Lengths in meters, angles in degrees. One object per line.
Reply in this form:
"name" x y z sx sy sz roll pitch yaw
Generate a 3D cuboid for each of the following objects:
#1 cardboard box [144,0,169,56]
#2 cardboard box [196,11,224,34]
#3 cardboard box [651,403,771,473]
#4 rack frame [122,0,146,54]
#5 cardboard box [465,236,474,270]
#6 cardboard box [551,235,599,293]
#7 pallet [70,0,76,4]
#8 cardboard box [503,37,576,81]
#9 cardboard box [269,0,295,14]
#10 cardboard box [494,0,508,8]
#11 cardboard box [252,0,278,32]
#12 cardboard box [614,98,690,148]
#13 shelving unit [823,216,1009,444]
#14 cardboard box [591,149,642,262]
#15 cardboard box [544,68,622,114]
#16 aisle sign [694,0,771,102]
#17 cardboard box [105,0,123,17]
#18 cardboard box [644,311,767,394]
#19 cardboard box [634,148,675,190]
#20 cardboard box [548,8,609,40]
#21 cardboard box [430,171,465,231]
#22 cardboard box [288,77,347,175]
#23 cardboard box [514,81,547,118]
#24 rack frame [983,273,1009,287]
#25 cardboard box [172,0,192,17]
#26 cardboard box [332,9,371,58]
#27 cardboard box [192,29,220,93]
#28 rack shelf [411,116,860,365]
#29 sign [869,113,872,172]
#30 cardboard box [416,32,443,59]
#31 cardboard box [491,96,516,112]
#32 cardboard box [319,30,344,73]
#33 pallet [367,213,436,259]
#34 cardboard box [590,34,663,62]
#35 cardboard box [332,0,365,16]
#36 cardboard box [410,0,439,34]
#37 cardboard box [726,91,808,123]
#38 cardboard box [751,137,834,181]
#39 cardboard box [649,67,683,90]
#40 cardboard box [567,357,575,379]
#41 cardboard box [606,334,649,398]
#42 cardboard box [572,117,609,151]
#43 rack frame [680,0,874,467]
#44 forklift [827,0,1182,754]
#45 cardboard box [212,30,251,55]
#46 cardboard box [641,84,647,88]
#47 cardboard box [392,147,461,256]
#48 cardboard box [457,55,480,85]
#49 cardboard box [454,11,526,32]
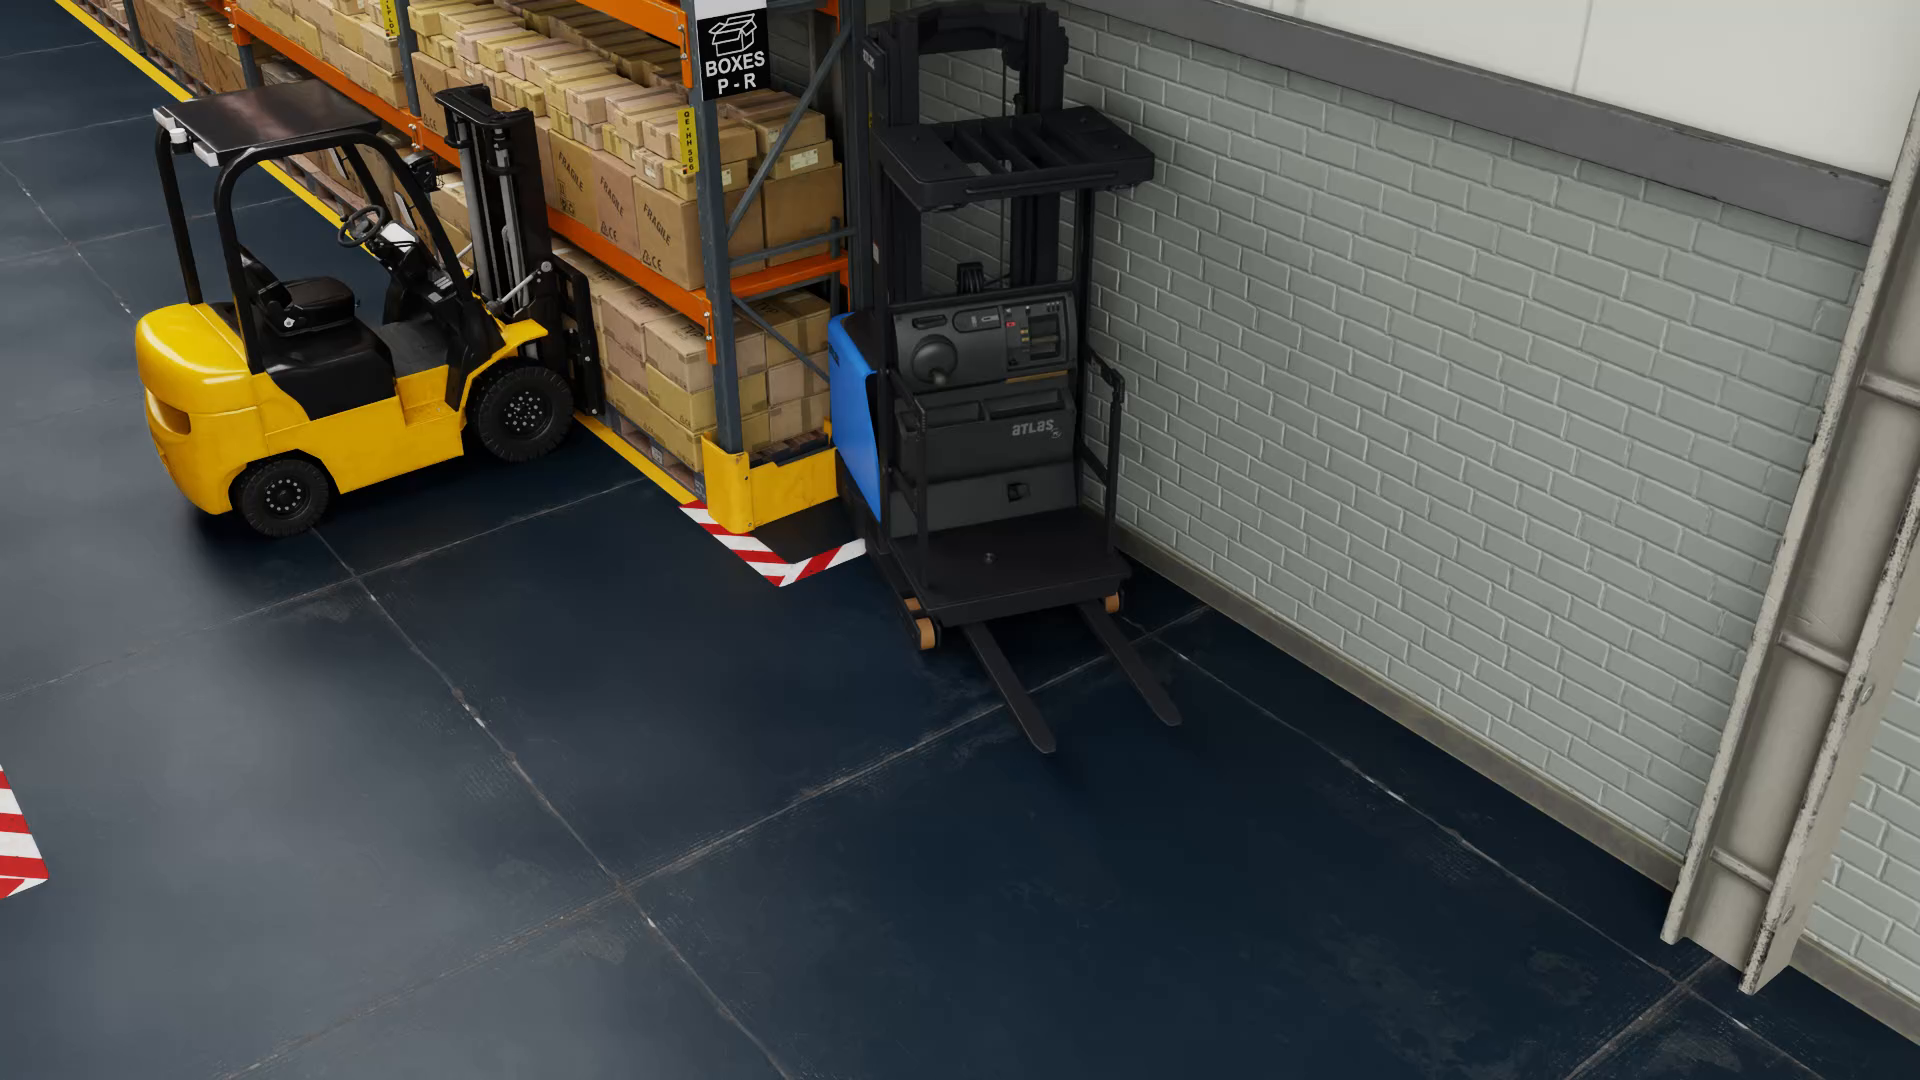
"cardboard box" -7.819 -5.189 16.734 0.500 0.500 0.500 -23 38 -32
"cardboard box" -6.920 -4.871 15.606 0.380 0.149 0.250 -23 39 -32
"cardboard box" -1.451 -0.669 9.692 0.500 0.250 0.500 -22 38 -31
"rack frame" -8.272 -6.566 16.979 1.000 3.000 0.127 -22 38 -31
"cardboard box" -3.003 -1.944 11.271 0.500 0.250 0.500 -22 38 -32
"cardboard box" -2.382 -1.723 10.441 0.500 0.250 0.500 -23 39 -32
"pallet" -10.188 -6.685 19.813 1.003 0.211 1.213 -22 38 -31
"cardboard box" -2.552 -2.936 10.143 0.380 0.149 0.250 -22 38 -32
"cardboard box" -5.127 -4.351 13.080 0.500 0.250 0.500 -23 39 -33
"cardboard box" -2.932 -3.641 11.278 0.380 0.149 0.250 -22 38 -31
"cardboard box" -5.435 -4.360 13.569 0.500 0.250 0.500 -23 39 -32
"cardboard box" -1.657 -2.283 9.092 0.380 0.149 0.250 -21 38 -30
"shelving unit" -0.204 -1.040 9.477 1.083 1.500 0.587 28 40 34
"cardboard box" -1.733 -1.947 9.447 0.500 0.500 0.500 -21 38 -30
"cardboard box" -2.161 -2.590 9.585 0.380 0.149 0.250 -21 38 -30
"aisle sign" -1.105 -2.547 8.044 0.394 0.787 0.004 -22 38 -31
"cardboard box" -9.064 -5.869 18.050 0.396 0.266 0.258 -21 37 -30
"cardboard box" -1.442 -1.091 9.424 0.500 0.250 0.500 -21 37 -30
"cardboard box" -1.527 -2.034 8.972 0.380 0.149 0.250 -22 38 -31
"cardboard box" -2.435 -3.333 10.782 0.380 0.149 0.250 -23 39 -32
"cardboard box" -3.317 -2.364 11.474 0.500 0.250 0.500 -23 39 -32
"cardboard box" -5.040 -3.534 13.951 0.875 0.625 0.625 -21 37 -30
"cardboard box" -2.446 -2.681 10.014 0.380 0.149 0.250 -23 39 -32
"rack frame" 0.172 -0.839 9.184 0.032 1.500 0.500 28 40 34
"cardboard box" -7.412 -5.199 16.134 0.380 0.149 0.250 -21 37 -30
"cardboard box" -4.190 -3.715 12.056 0.500 0.250 0.500 -23 39 -33
"cardboard box" -6.870 -4.551 15.706 0.500 0.500 0.500 -20 37 -29
"rack shelf" -2.140 -2.093 10.458 1.077 0.370 4.000 -22 38 -31
"sign" -0.471 -2.143 8.962 0.100 0.325 0.005 -22 38 -31
"cardboard box" -3.378 -3.332 11.062 0.380 0.149 0.250 -23 39 -32
"cardboard box" -2.656 -2.583 10.471 0.500 0.500 0.500 -23 38 -32
"cardboard box" -4.475 -3.718 12.536 0.500 0.250 0.500 -22 38 -31
"pallet" -3.849 -2.342 12.820 1.003 0.211 1.213 -22 38 -31
"cardboard box" -2.041 -2.981 10.216 0.380 0.149 0.250 -21 38 -30
"cardboard box" -4.298 -3.908 11.990 0.380 0.149 0.250 -24 39 -33
"cardboard box" -3.751 -3.621 11.527 0.380 0.149 0.250 -21 37 -30
"cardboard box" -1.064 -2.349 9.198 0.380 0.149 0.250 -21 37 -30
"cardboard box" -0.916 -2.108 9.092 0.380 0.149 0.250 -23 39 -33
"cardboard box" -1.579 -2.654 9.688 0.380 0.149 0.250 -21 38 -30
"cardboard box" -2.384 -1.300 10.708 0.500 0.250 0.500 -21 38 -30
"cardboard box" -1.758 -1.102 9.915 0.500 0.250 0.500 -23 38 -32
"cardboard box" -1.982 -2.365 9.505 0.380 0.149 0.250 -24 39 -33
"rack frame" -0.913 -1.565 8.927 1.000 3.000 0.127 -22 38 -31
"forklift" 0.201 -0.931 7.971 1.130 2.935 3.031 -10 33 -16
"cardboard box" -6.514 -4.519 15.039 0.380 0.149 0.250 -24 39 -34
"cardboard box" -1.838 -2.754 10.132 0.380 0.149 0.250 -22 38 -32
"cardboard box" -3.695 -2.615 12.471 0.875 0.625 0.625 -20 37 -29
"cardboard box" -2.944 -2.998 10.525 0.380 0.149 0.250 -21 38 -30
"cardboard box" -3.010 -3.264 10.671 0.380 0.149 0.250 -23 39 -32
